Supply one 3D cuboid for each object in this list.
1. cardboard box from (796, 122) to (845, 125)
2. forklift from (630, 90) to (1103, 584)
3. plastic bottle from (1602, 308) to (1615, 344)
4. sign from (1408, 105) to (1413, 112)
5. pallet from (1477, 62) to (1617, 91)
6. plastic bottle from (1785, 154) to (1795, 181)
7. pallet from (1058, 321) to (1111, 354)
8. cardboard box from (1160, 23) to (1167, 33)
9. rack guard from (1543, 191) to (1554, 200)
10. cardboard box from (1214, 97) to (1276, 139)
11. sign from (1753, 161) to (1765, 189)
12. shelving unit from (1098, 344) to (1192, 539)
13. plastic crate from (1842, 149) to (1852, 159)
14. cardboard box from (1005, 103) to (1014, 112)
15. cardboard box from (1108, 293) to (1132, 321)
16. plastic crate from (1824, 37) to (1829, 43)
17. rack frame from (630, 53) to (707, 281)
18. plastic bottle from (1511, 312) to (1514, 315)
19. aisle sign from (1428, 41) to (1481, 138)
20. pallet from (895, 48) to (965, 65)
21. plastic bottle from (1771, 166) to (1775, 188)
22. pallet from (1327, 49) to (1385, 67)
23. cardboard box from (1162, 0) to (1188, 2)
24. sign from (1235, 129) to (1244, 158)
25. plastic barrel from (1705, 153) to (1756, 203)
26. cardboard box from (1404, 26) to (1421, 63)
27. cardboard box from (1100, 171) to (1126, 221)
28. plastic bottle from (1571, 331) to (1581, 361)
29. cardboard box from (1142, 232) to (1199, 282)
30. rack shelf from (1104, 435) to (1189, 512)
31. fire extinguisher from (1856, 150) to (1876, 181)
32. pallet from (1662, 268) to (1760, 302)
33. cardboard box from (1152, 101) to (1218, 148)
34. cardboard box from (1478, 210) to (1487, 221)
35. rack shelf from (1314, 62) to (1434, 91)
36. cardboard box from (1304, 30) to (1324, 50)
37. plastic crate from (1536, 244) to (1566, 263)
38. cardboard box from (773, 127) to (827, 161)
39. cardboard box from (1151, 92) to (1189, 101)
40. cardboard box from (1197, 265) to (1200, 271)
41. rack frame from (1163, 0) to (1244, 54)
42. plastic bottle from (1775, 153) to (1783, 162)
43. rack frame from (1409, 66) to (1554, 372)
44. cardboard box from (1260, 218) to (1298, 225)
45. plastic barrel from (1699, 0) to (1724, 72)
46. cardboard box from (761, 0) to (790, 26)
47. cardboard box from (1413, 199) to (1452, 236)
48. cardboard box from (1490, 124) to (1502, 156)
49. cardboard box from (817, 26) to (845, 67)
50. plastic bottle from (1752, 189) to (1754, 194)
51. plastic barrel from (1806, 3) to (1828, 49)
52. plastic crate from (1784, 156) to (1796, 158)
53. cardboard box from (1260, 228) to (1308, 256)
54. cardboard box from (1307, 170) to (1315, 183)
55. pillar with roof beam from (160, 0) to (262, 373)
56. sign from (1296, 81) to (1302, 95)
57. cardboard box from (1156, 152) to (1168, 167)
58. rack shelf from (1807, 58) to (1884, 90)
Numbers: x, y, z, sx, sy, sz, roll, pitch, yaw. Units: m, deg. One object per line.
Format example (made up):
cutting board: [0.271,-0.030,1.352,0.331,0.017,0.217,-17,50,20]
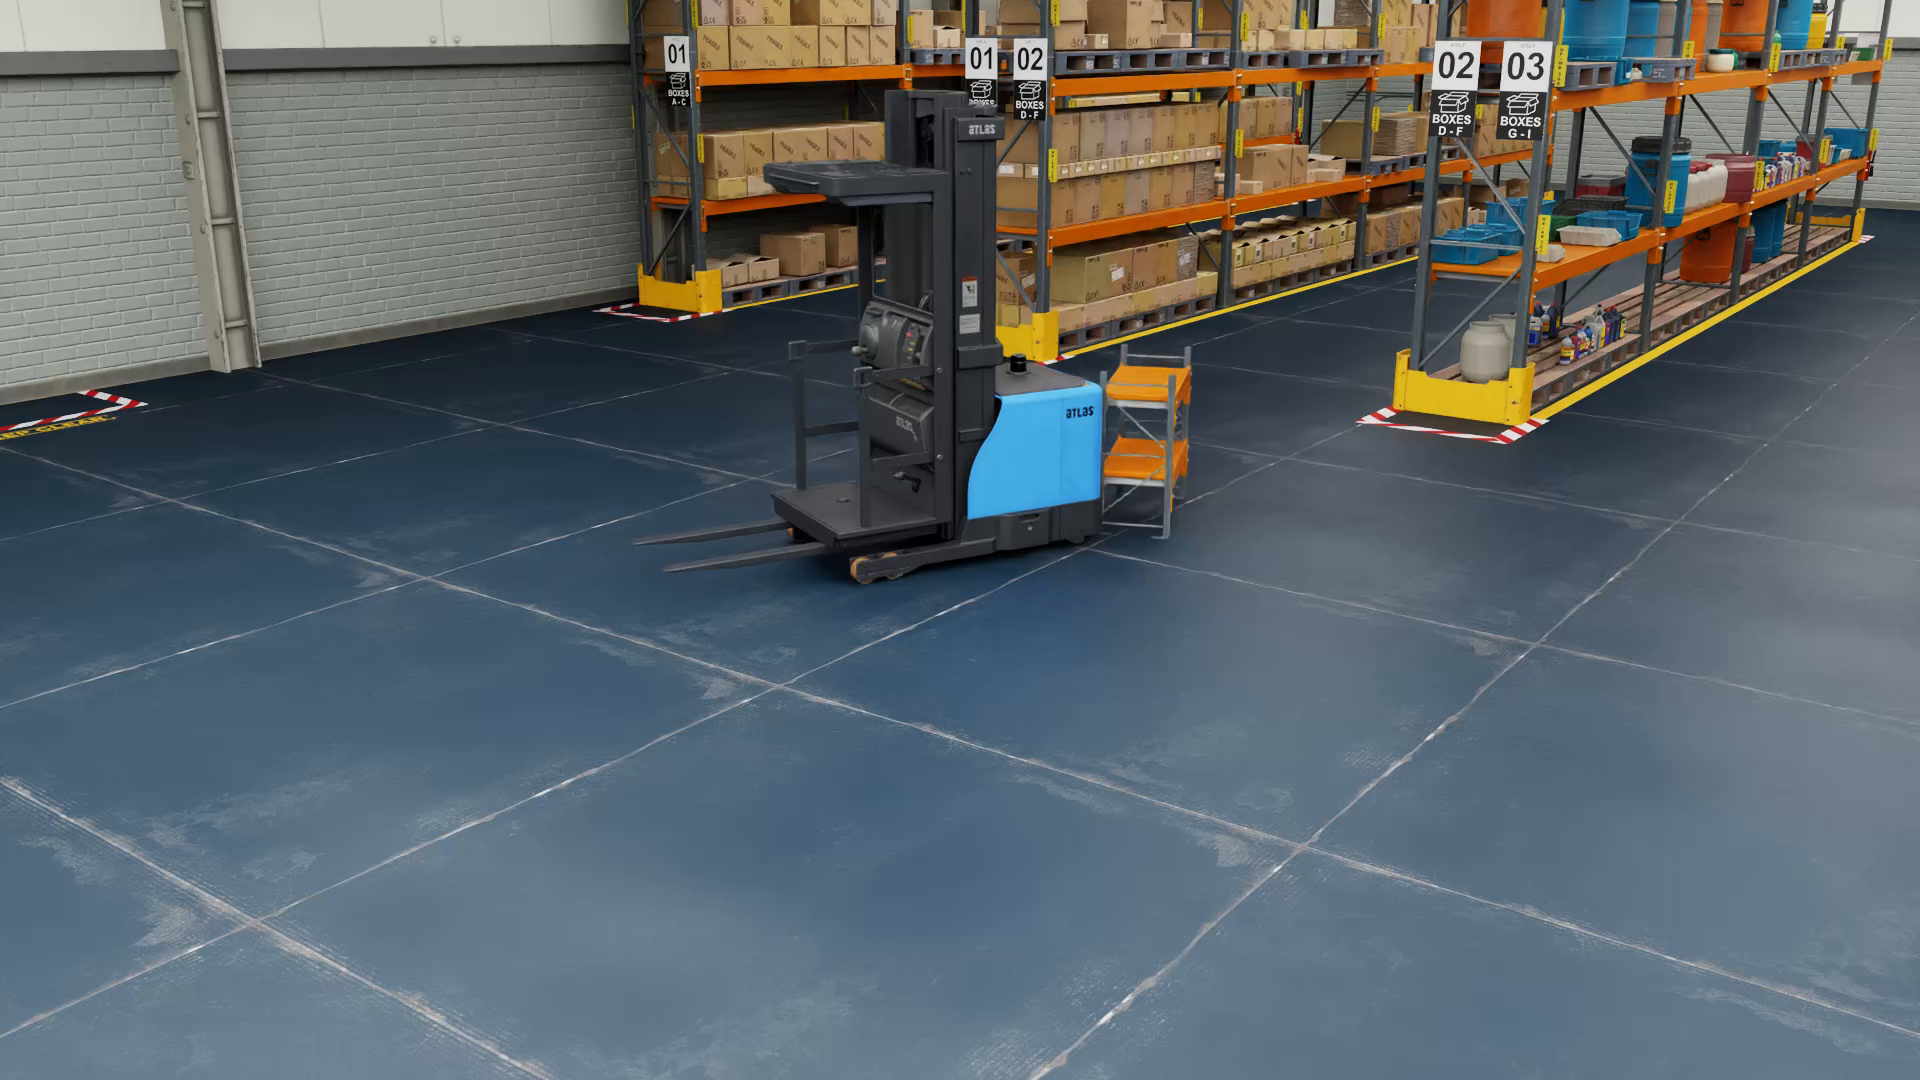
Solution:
cardboard box: [-1.865,-5.339,22.332,0.500,0.500,0.500,12,21,34]
forklift: [-0.589,-1.304,10.501,3.031,2.935,1.130,-9,20,-27]
plastic bottle: [6.584,-2.184,16.945,0.144,0.351,0.185,11,20,32]
sign: [7.201,-6.779,26.554,0.100,0.325,0.005,12,21,35]
pallet: [5.039,-4.059,14.517,1.003,0.211,1.213,12,21,35]
plastic bottle: [11.222,-5.051,22.533,0.144,0.351,0.185,12,21,35]
pallet: [0.913,-2.271,18.200,1.003,0.211,1.213,12,21,35]
cardboard box: [2.041,-5.821,19.079,0.500,0.311,0.500,11,20,32]
rack guard: [9.979,-6.012,29.760,1.175,0.500,0.348,12,21,35]
cardboard box: [5.324,-7.943,31.258,0.980,0.700,0.700,12,21,34]
sign: [9.680,-4.425,20.159,0.100,0.325,0.005,12,21,35]
shelving unit: [1.293,-0.713,11.643,0.538,1.125,1.048,4,18,13]
plastic crate: [13.660,-6.024,25.928,0.396,0.136,0.243,12,21,35]
cardboard box: [0.916,-6.594,25.415,0.380,0.149,0.250,9,19,26]
cardboard box: [1.583,-2.628,18.575,0.500,0.250,0.500,12,21,35]
plastic crate: [12.869,-7.435,25.175,0.504,0.338,0.767,12,21,35]
rack frame: [-3.489,-4.287,19.992,1.000,3.000,0.127,12,21,35]
plastic bottle: [5.560,-2.125,16.754,0.144,0.351,0.185,13,22,37]
aisle sign: [4.186,-3.814,14.083,0.394,0.787,0.004,12,21,35]
pallet: [-0.653,-6.711,23.056,1.213,0.211,1.003,12,21,35]
plastic bottle: [10.530,-4.725,21.617,0.097,0.271,0.097,0,17,0]
pallet: [4.925,-6.483,22.324,1.213,0.211,1.003,14,22,37]
cardboard box: [3.889,-9.320,29.253,0.500,0.500,0.500,12,21,34]
sign: [3.321,-4.719,19.789,0.100,0.325,0.005,12,21,35]
plastic barrel: [9.201,-4.343,19.942,0.600,0.536,0.708,12,21,35]
cardboard box: [6.105,-7.154,23.996,0.910,0.500,0.500,12,21,35]
cardboard box: [1.389,-3.813,18.295,0.700,0.500,0.500,13,21,35]
plastic bottle: [5.947,-1.877,16.069,0.061,0.283,0.133,13,21,36]
cardboard box: [2.467,-3.345,19.622,0.500,0.500,0.500,12,21,35]
rack shelf: [1.293,-0.479,11.715,0.538,0.278,1.000,4,18,13]
fire extinguisher: [14.455,-6.088,26.550,0.296,0.674,0.183,12,21,35]
pallet: [9.670,-3.306,21.533,1.003,0.211,1.213,12,21,35]
cardboard box: [2.615,-4.926,19.693,0.700,0.500,0.500,13,21,35]
cardboard box: [8.572,-5.398,27.603,0.380,0.166,0.250,12,21,35]
rack shelf: [6.450,-6.884,24.508,1.077,0.370,4.000,12,21,35]
cardboard box: [4.385,-6.499,21.602,0.500,0.250,0.500,12,21,34]
plastic crate: [5.259,-2.567,14.897,0.298,0.136,0.250,12,21,35]
cardboard box: [-2.050,-5.007,21.264,0.500,0.500,0.500,13,22,36]
cardboard box: [3.588,-7.547,28.519,0.500,0.250,0.500,13,22,36]
cardboard box: [2.889,-3.403,21.073,0.500,0.250,0.500,12,21,34]
rack frame: [2.875,-7.231,19.354,1.000,3.000,0.127,12,21,35]
plastic bottle: [11.106,-5.076,22.615,0.144,0.351,0.185,12,21,35]
rack frame: [4.467,-2.537,14.355,1.000,3.000,0.127,12,21,35]
cardboard box: [4.404,-4.274,22.932,0.500,0.311,0.500,12,21,33]
plastic barrel: [8.570,-5.957,19.465,0.600,0.901,0.600,0,17,0]
cardboard box: [-2.429,-6.538,20.294,0.500,0.500,0.500,13,22,36]
cardboard box: [7.276,-5.003,25.769,0.500,0.500,0.500,13,21,35]
cardboard box: [8.466,-6.515,26.995,0.500,0.500,0.500,13,21,36]
cardboard box: [-1.820,-6.309,21.242,0.500,0.500,0.500,11,21,33]
plastic bottle: [9.900,-4.439,20.816,0.097,0.201,0.097,0,17,0]
plastic barrel: [11.236,-6.865,22.208,0.600,0.588,0.600,0,17,0]
plastic crate: [12.068,-5.606,24.602,0.437,0.125,0.590,12,21,35]
cardboard box: [4.236,-3.942,21.862,0.500,0.311,0.500,13,22,36]
cardboard box: [4.543,-4.885,22.339,0.380,0.149,0.250,14,22,39]
pillar with roof beam: [-3.885,-5.282,13.080,9.100,9.000,0.400,12,21,35]
sign: [6.472,-8.665,31.737,0.100,0.325,0.005,12,21,35]
cardboard box: [2.127,-4.318,18.830,0.380,0.149,0.250,13,22,36]
rack shelf: [12.809,-6.960,24.754,1.077,0.370,4.000,12,21,35]
